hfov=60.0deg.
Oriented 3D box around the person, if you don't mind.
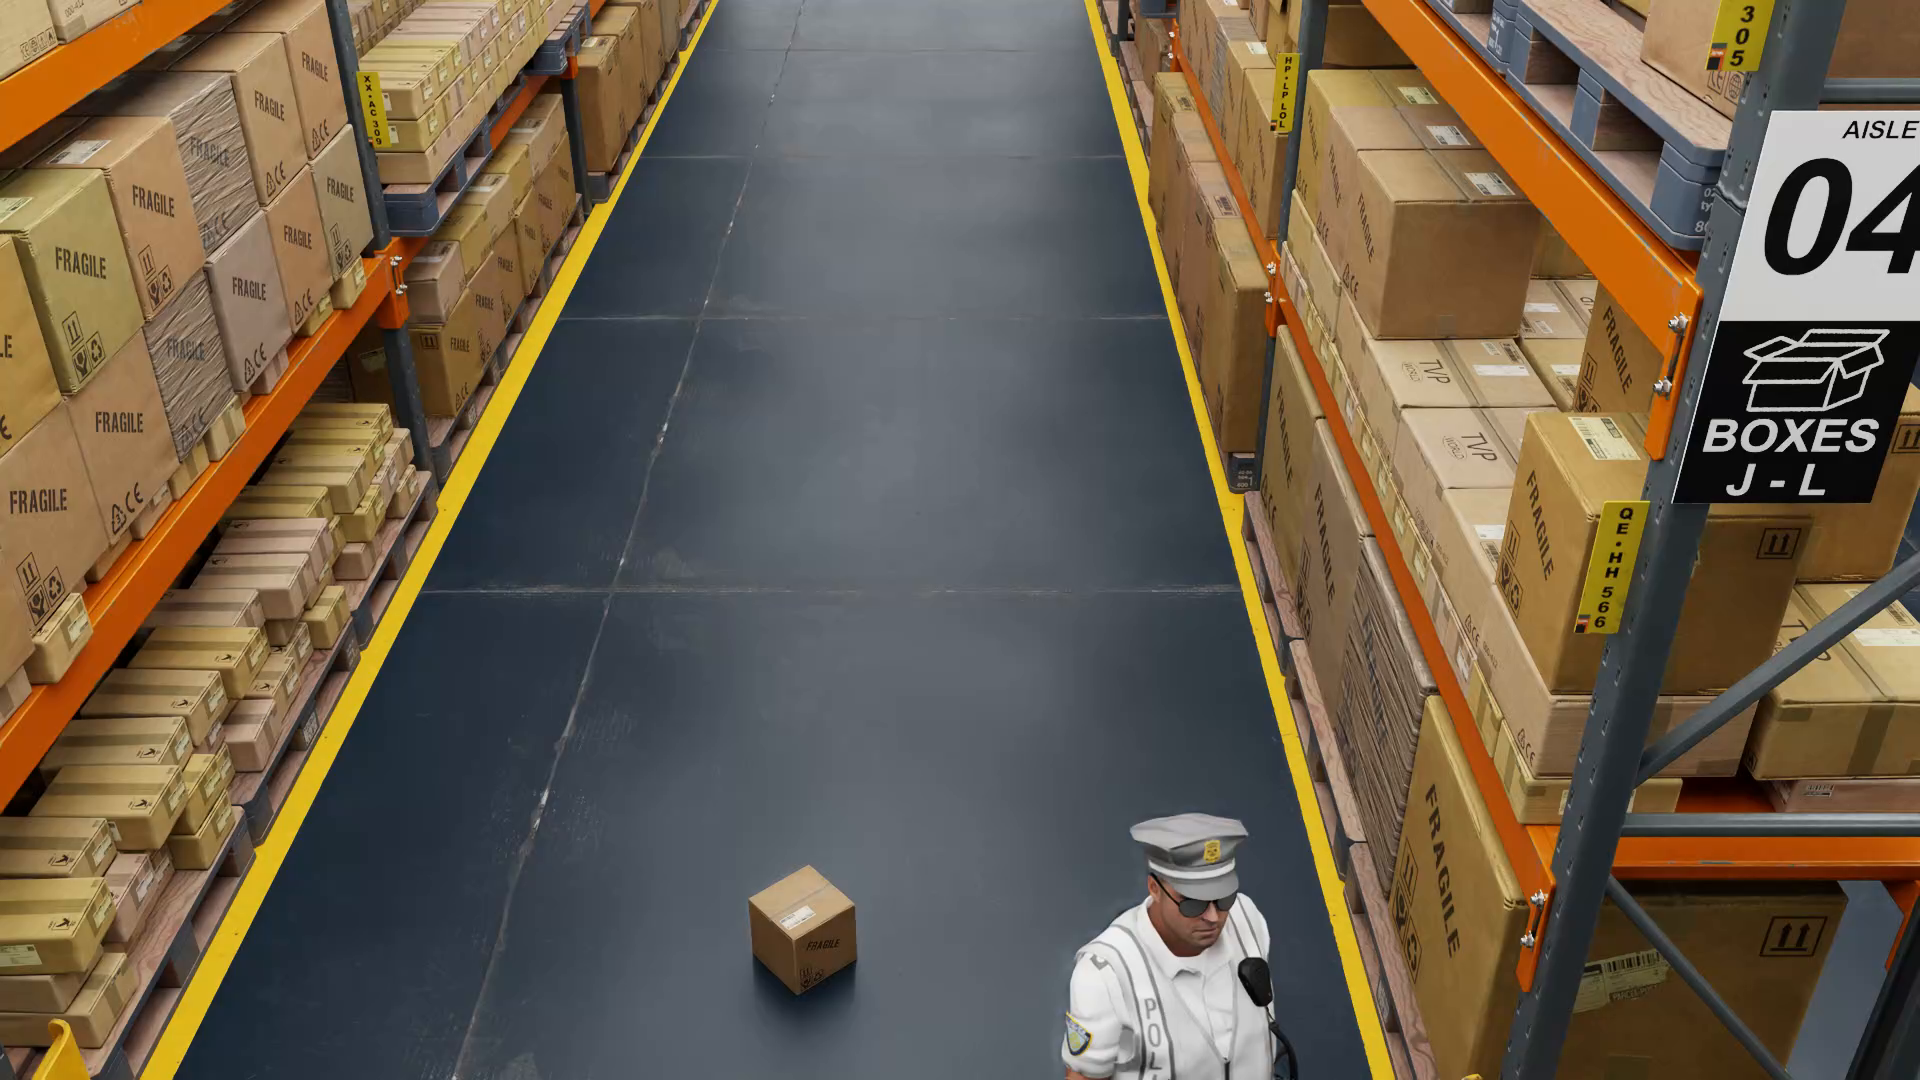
[{"bbox_3d":[0.480,1.346,3.877,0.554,1.736,0.883,-14,34,-22],"label":"person"}]
